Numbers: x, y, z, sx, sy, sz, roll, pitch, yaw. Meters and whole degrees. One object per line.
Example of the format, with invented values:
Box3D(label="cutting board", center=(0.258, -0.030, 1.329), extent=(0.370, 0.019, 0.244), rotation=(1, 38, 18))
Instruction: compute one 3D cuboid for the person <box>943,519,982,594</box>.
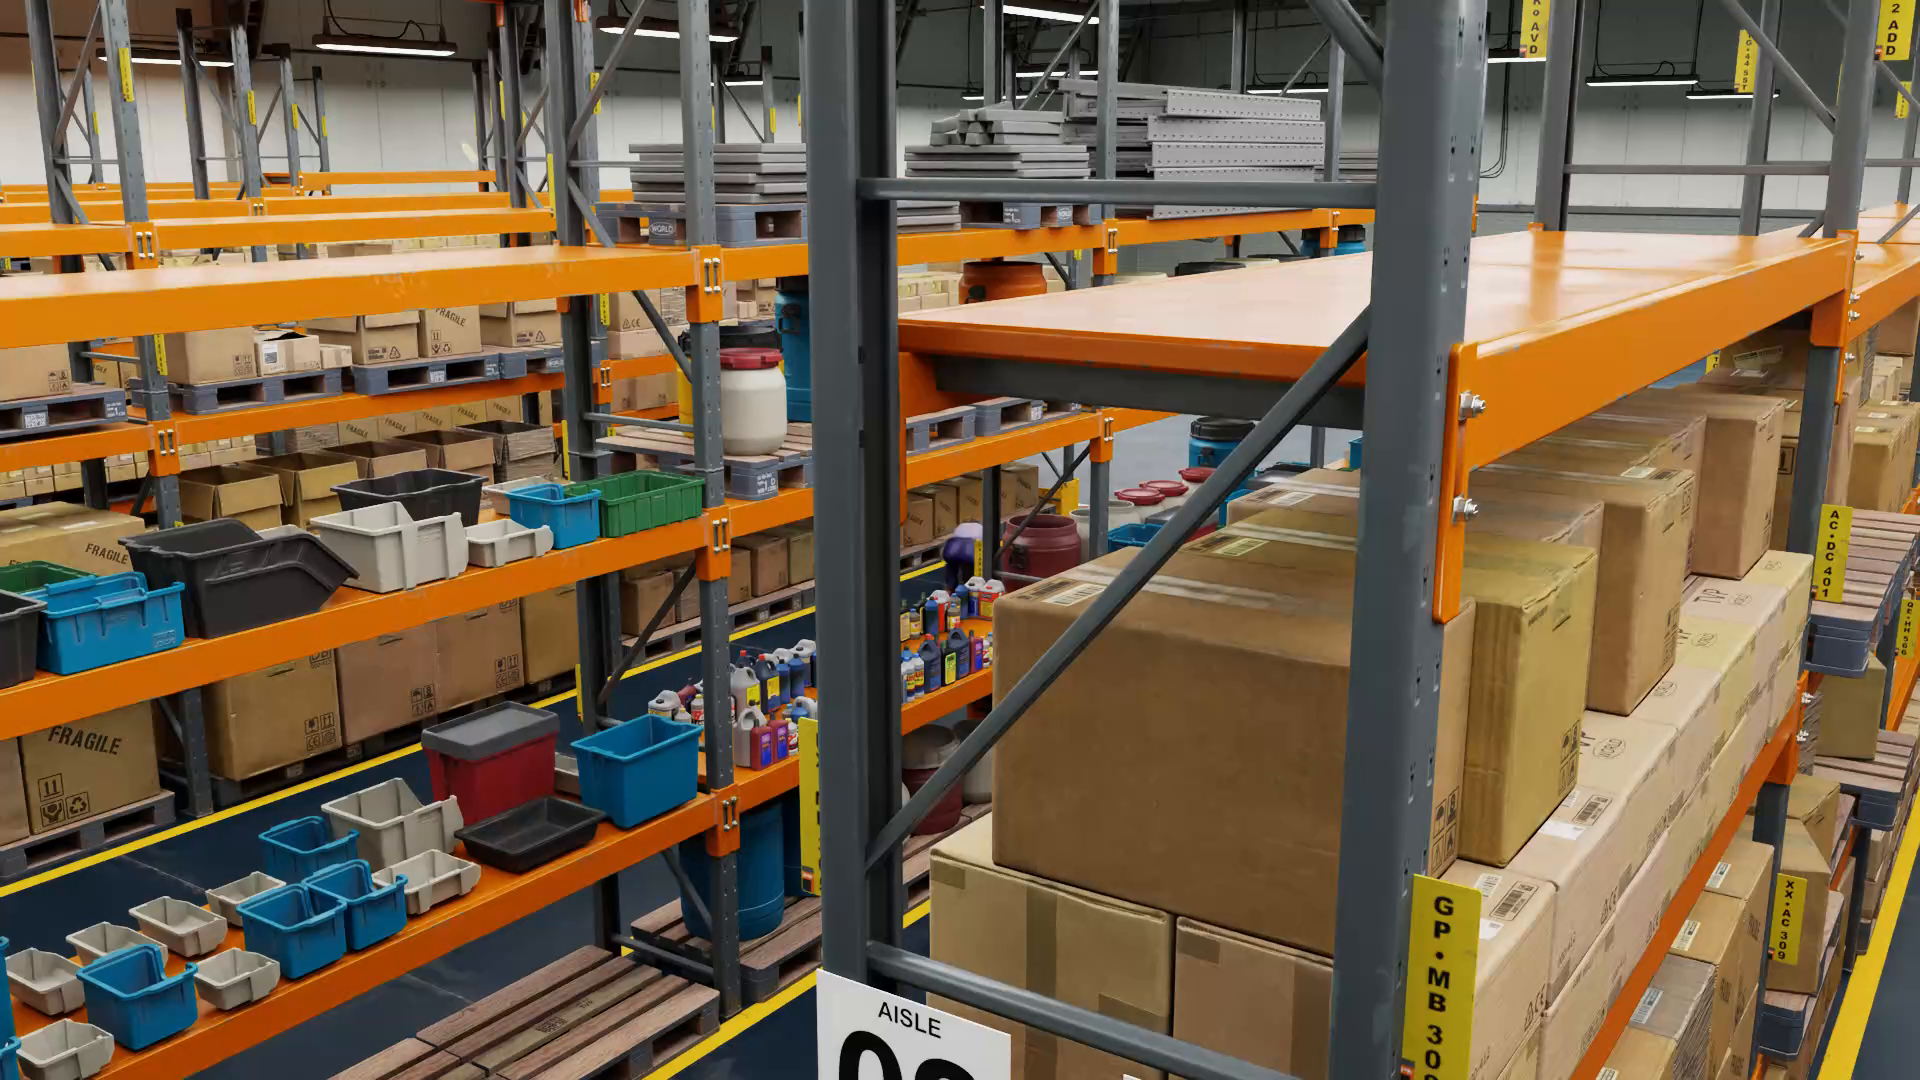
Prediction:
Box3D(label="person", center=(0.098, 0.188, 17.791), extent=(0.509, 0.736, 0.910), rotation=(4, 14, 16))
